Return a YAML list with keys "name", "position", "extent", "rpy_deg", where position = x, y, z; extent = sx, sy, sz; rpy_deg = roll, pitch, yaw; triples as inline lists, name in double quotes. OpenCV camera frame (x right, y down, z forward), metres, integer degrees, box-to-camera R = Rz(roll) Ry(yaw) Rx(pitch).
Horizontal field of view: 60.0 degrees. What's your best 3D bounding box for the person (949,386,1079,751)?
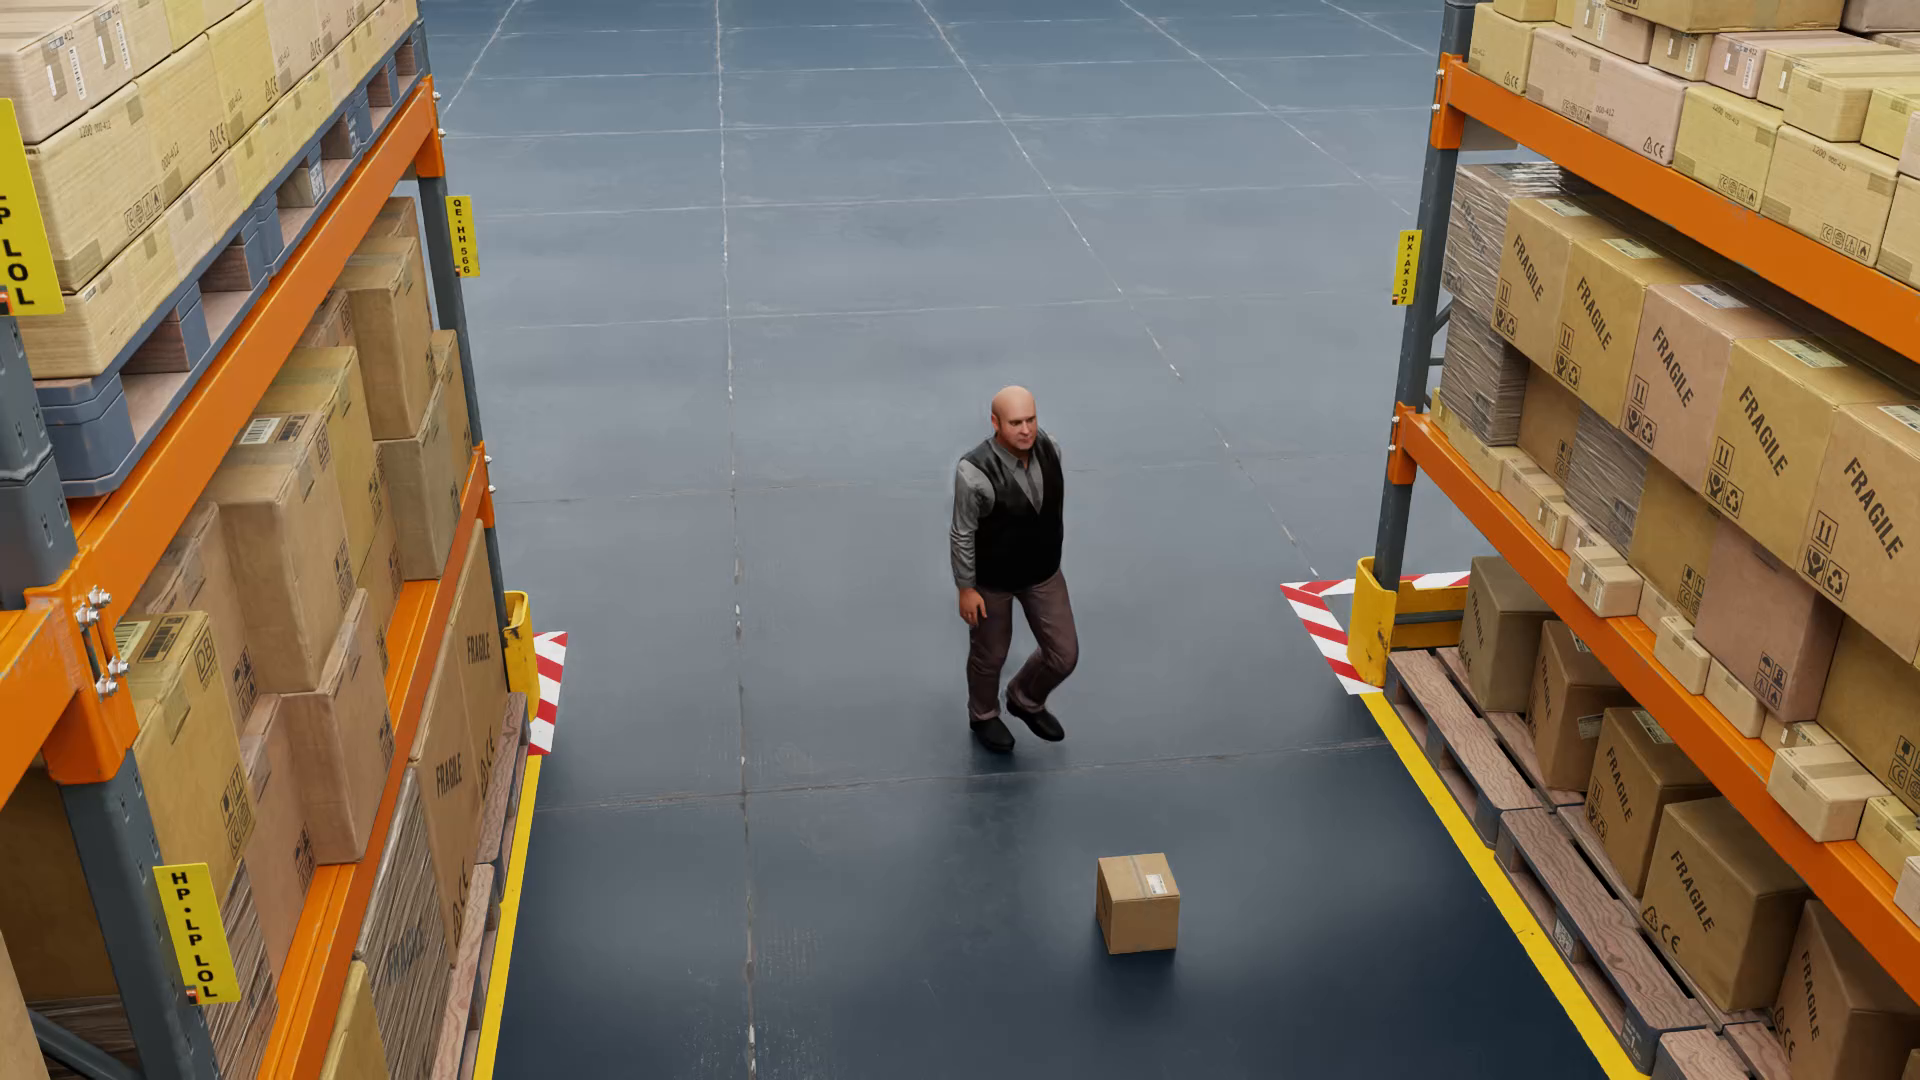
- name: "person"
  position: [0.191, 0.138, 6.834]
  extent: [0.564, 1.704, 0.529]
  rpy_deg: [-15, 31, -27]
